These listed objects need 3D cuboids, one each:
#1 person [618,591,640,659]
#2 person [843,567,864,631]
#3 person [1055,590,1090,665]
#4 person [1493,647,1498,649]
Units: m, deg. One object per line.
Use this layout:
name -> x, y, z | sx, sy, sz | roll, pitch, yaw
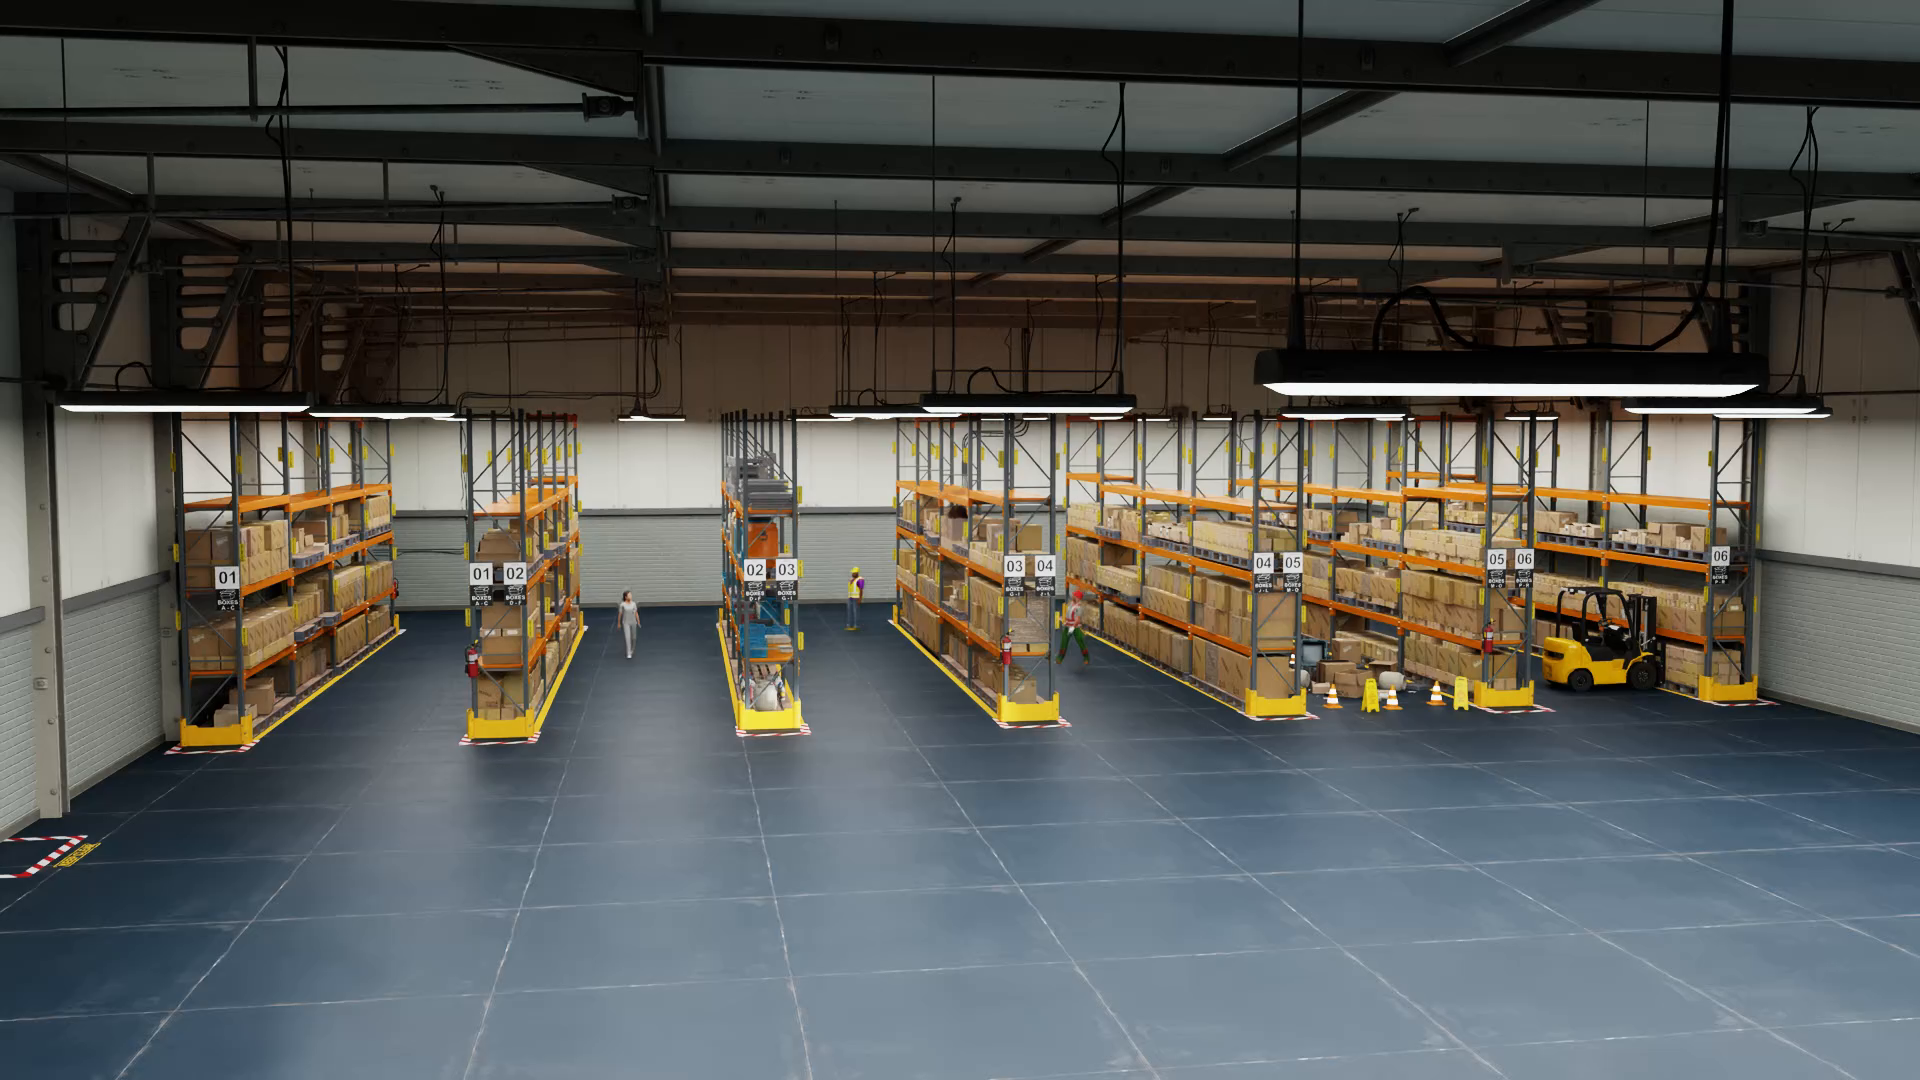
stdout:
person -> -8.128, 2.062, 40.800 | 0.546, 1.629, 0.961 | -1, 4, -20
person -> -2.959, 1.646, 46.102 | 0.426, 1.797, 0.634 | -4, 5, -43
person -> 2.561, 2.042, 38.626 | 0.837, 1.751, 0.718 | -3, 5, -35
person -> 12.379, 2.212, 38.518 | 0.559, 1.689, 0.618 | -4, 5, -43
